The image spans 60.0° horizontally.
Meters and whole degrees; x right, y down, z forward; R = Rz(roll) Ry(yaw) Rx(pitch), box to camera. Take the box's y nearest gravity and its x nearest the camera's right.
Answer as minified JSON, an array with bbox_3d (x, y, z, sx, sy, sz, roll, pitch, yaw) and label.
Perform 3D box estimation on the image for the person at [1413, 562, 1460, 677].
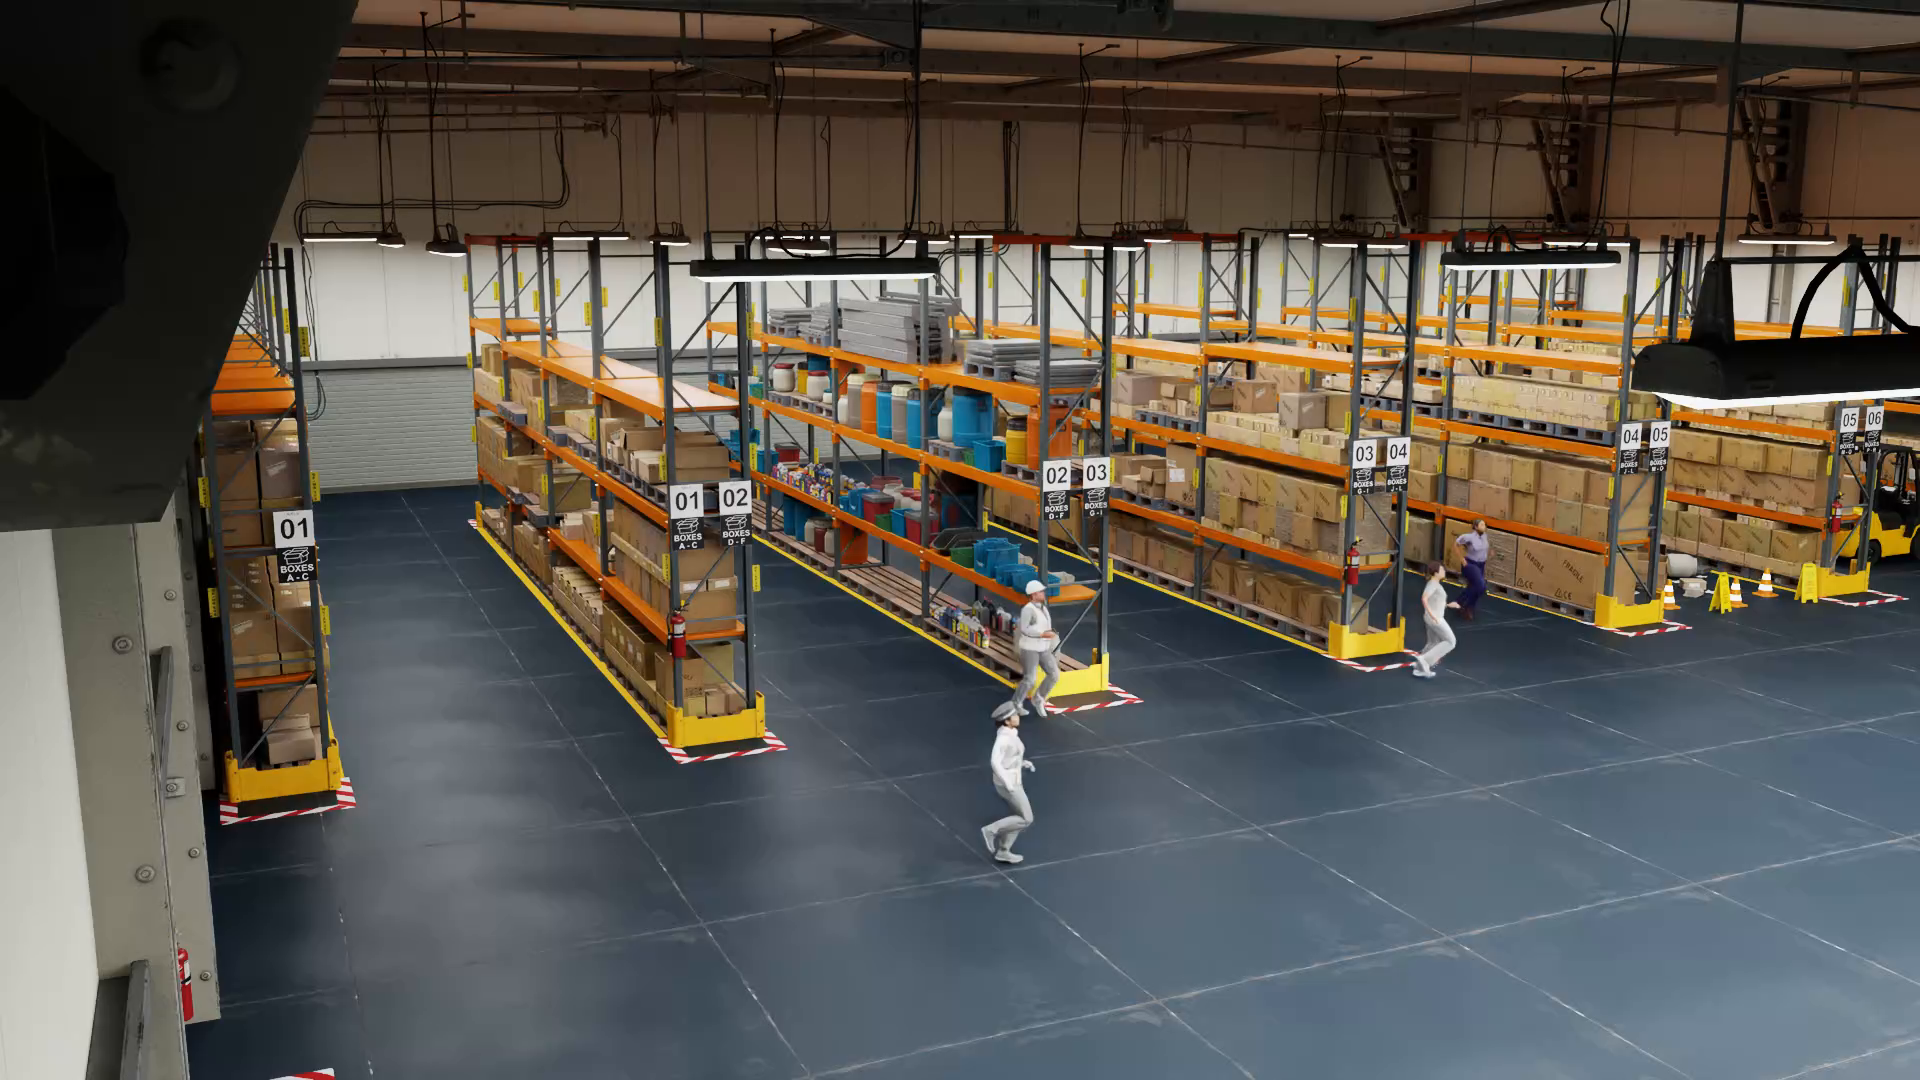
[{"bbox_3d":[6.627,1.111,23.067,0.596,1.637,0.548,2,11,8],"label":"person"}]

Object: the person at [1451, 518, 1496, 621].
[{"bbox_3d":[8.187,0.466,26.525,0.591,1.621,0.716,-9,14,-39],"label":"person"}]

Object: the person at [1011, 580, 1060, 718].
[{"bbox_3d":[0.992,1.407,21.300,0.656,1.802,0.660,7,13,32],"label":"person"}]

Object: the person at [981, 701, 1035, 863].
[{"bbox_3d":[0.478,2.396,16.453,0.523,1.659,0.668,1,11,4],"label":"person"}]
